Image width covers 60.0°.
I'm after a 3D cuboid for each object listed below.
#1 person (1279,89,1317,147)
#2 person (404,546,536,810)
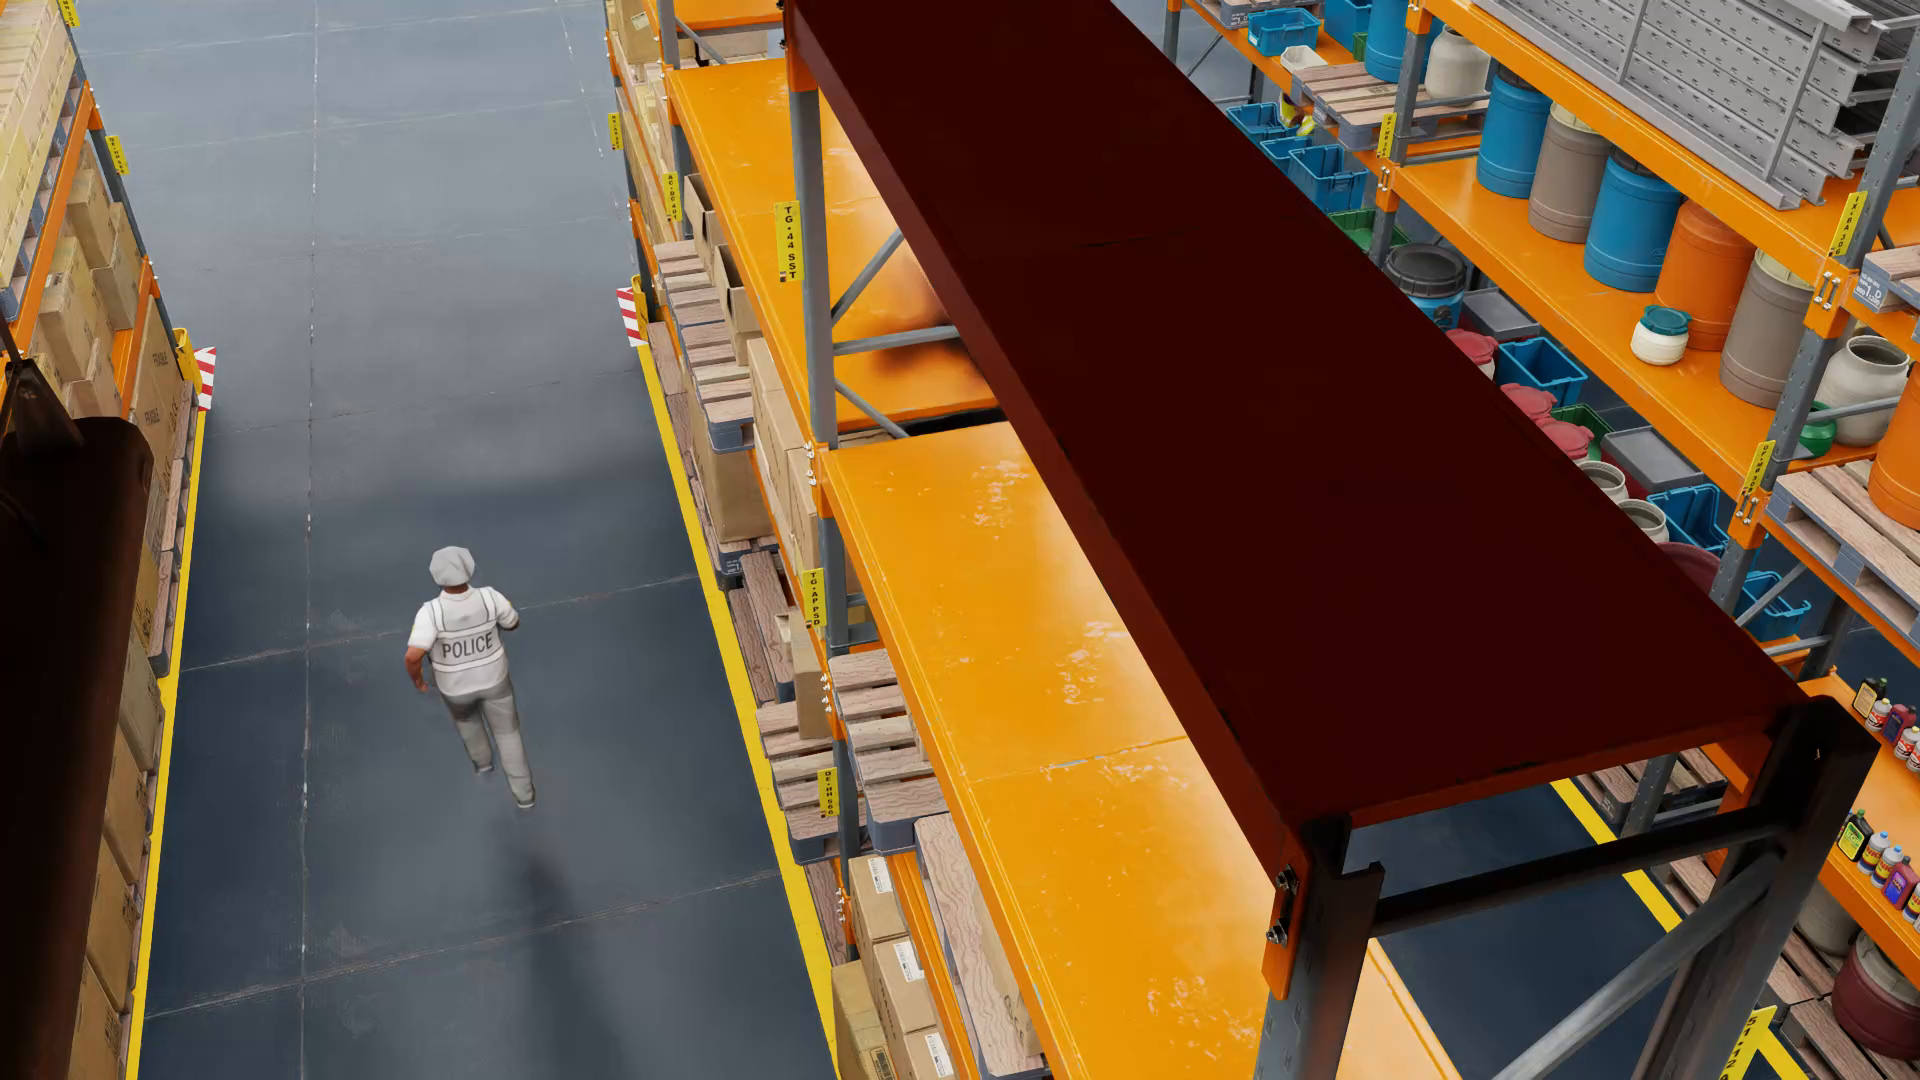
[{"bbox_3d":[3.347,-4.144,16.633,0.963,1.746,0.759,30,47,32],"label":"person"},{"bbox_3d":[-2.901,0.852,9.920,0.673,1.908,0.870,-13,40,-16],"label":"person"}]
